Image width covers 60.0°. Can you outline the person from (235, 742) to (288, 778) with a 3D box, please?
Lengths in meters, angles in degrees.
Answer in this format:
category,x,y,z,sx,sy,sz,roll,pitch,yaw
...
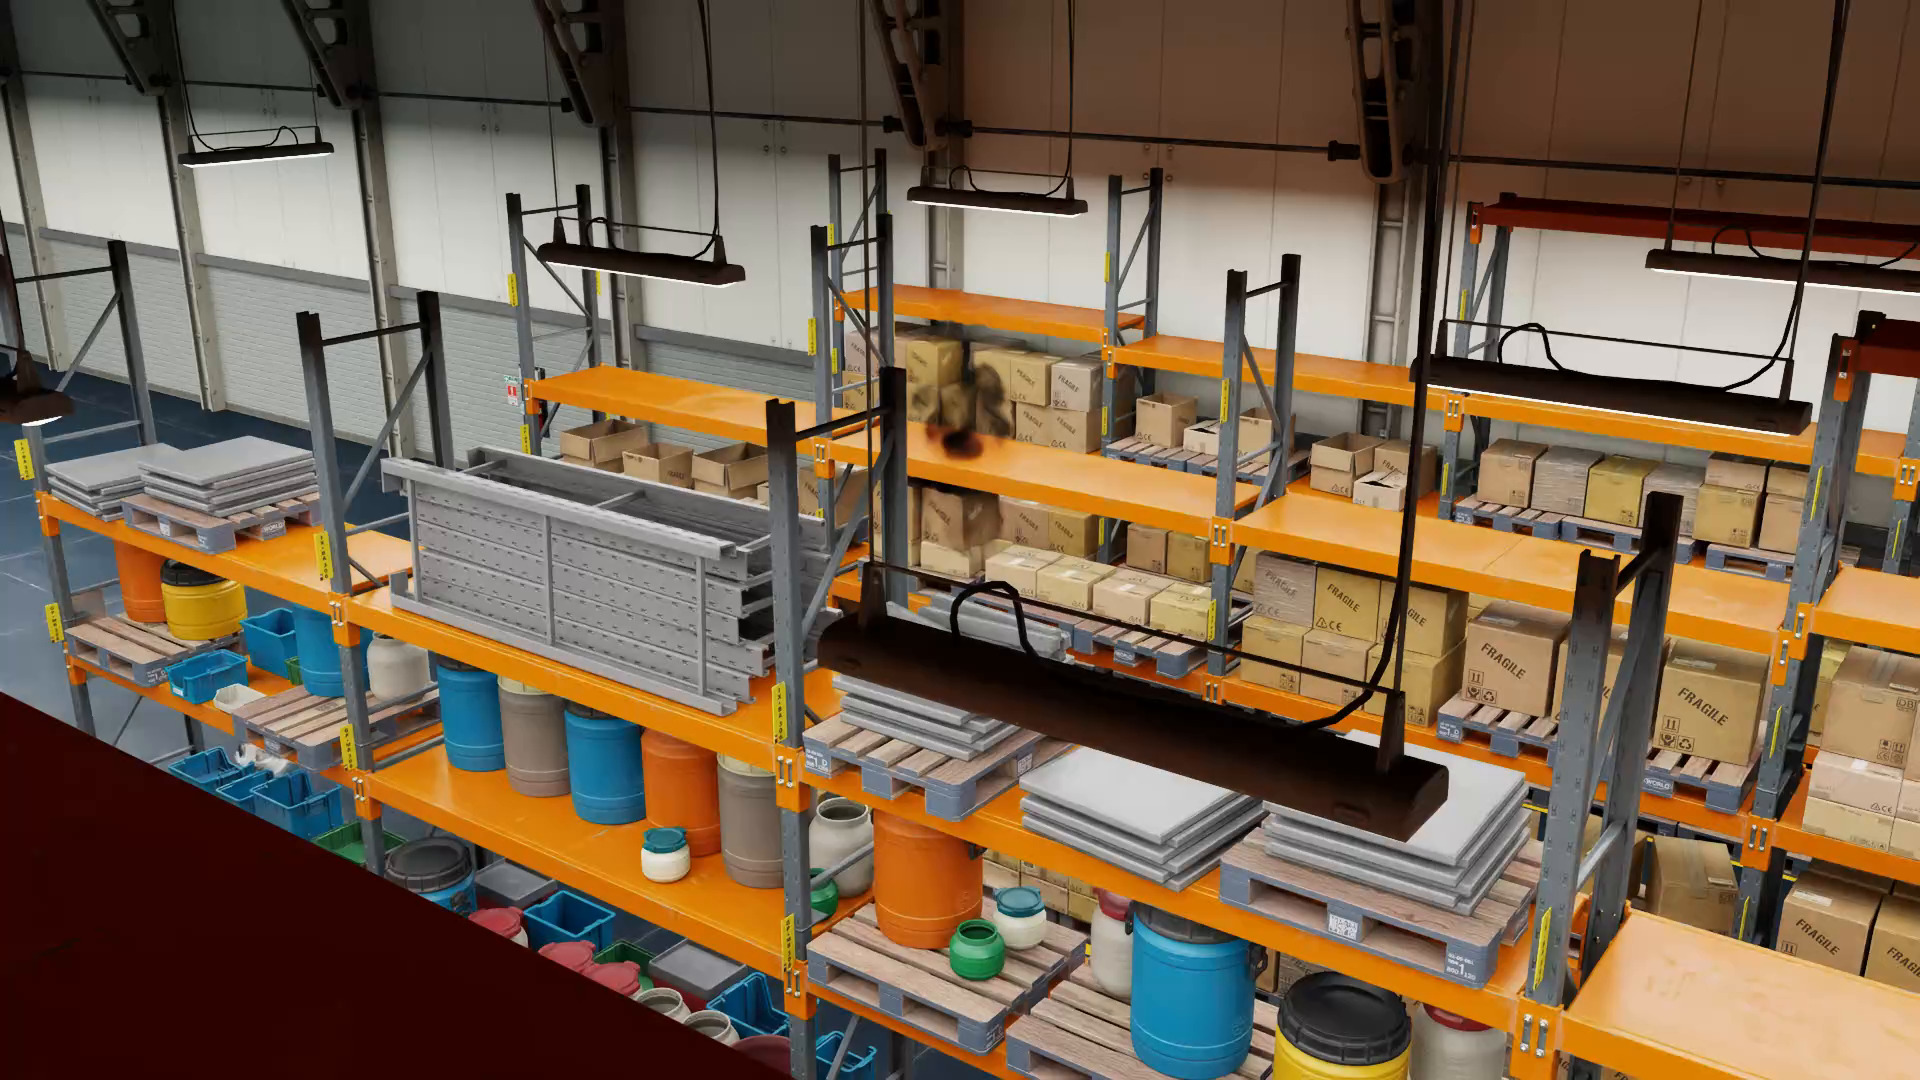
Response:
category,x,y,z,sx,sy,sz,roll,pitch,yaw
person,-6.617,2.217,15.897,0.607,1.681,0.611,1,18,2
